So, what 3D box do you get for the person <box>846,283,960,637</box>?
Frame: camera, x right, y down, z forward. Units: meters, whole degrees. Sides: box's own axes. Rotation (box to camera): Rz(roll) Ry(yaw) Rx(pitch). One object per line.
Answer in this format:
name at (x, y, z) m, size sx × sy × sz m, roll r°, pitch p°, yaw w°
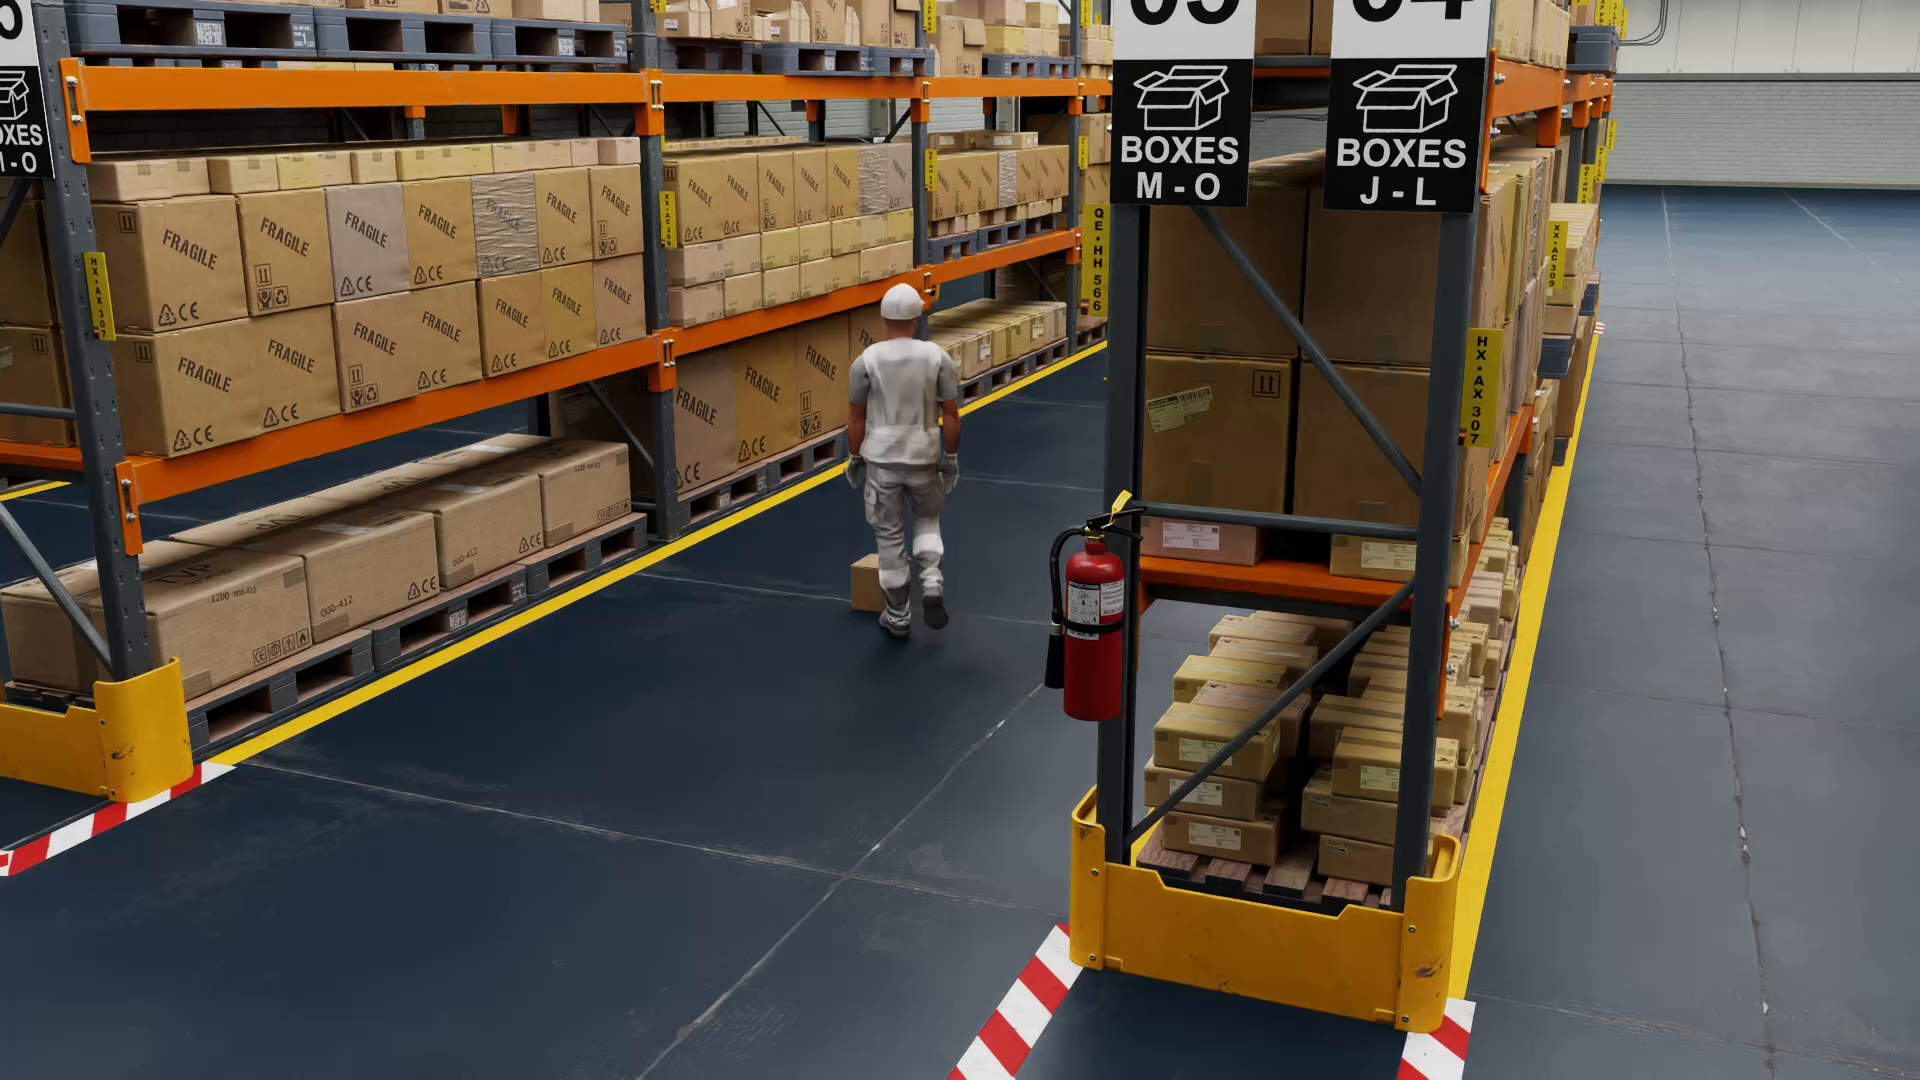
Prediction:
person at (-0.292, -0.399, 8.355) m, size 0.550 × 1.785 × 0.472 m, roll -4°, pitch 16°, yaw -13°
